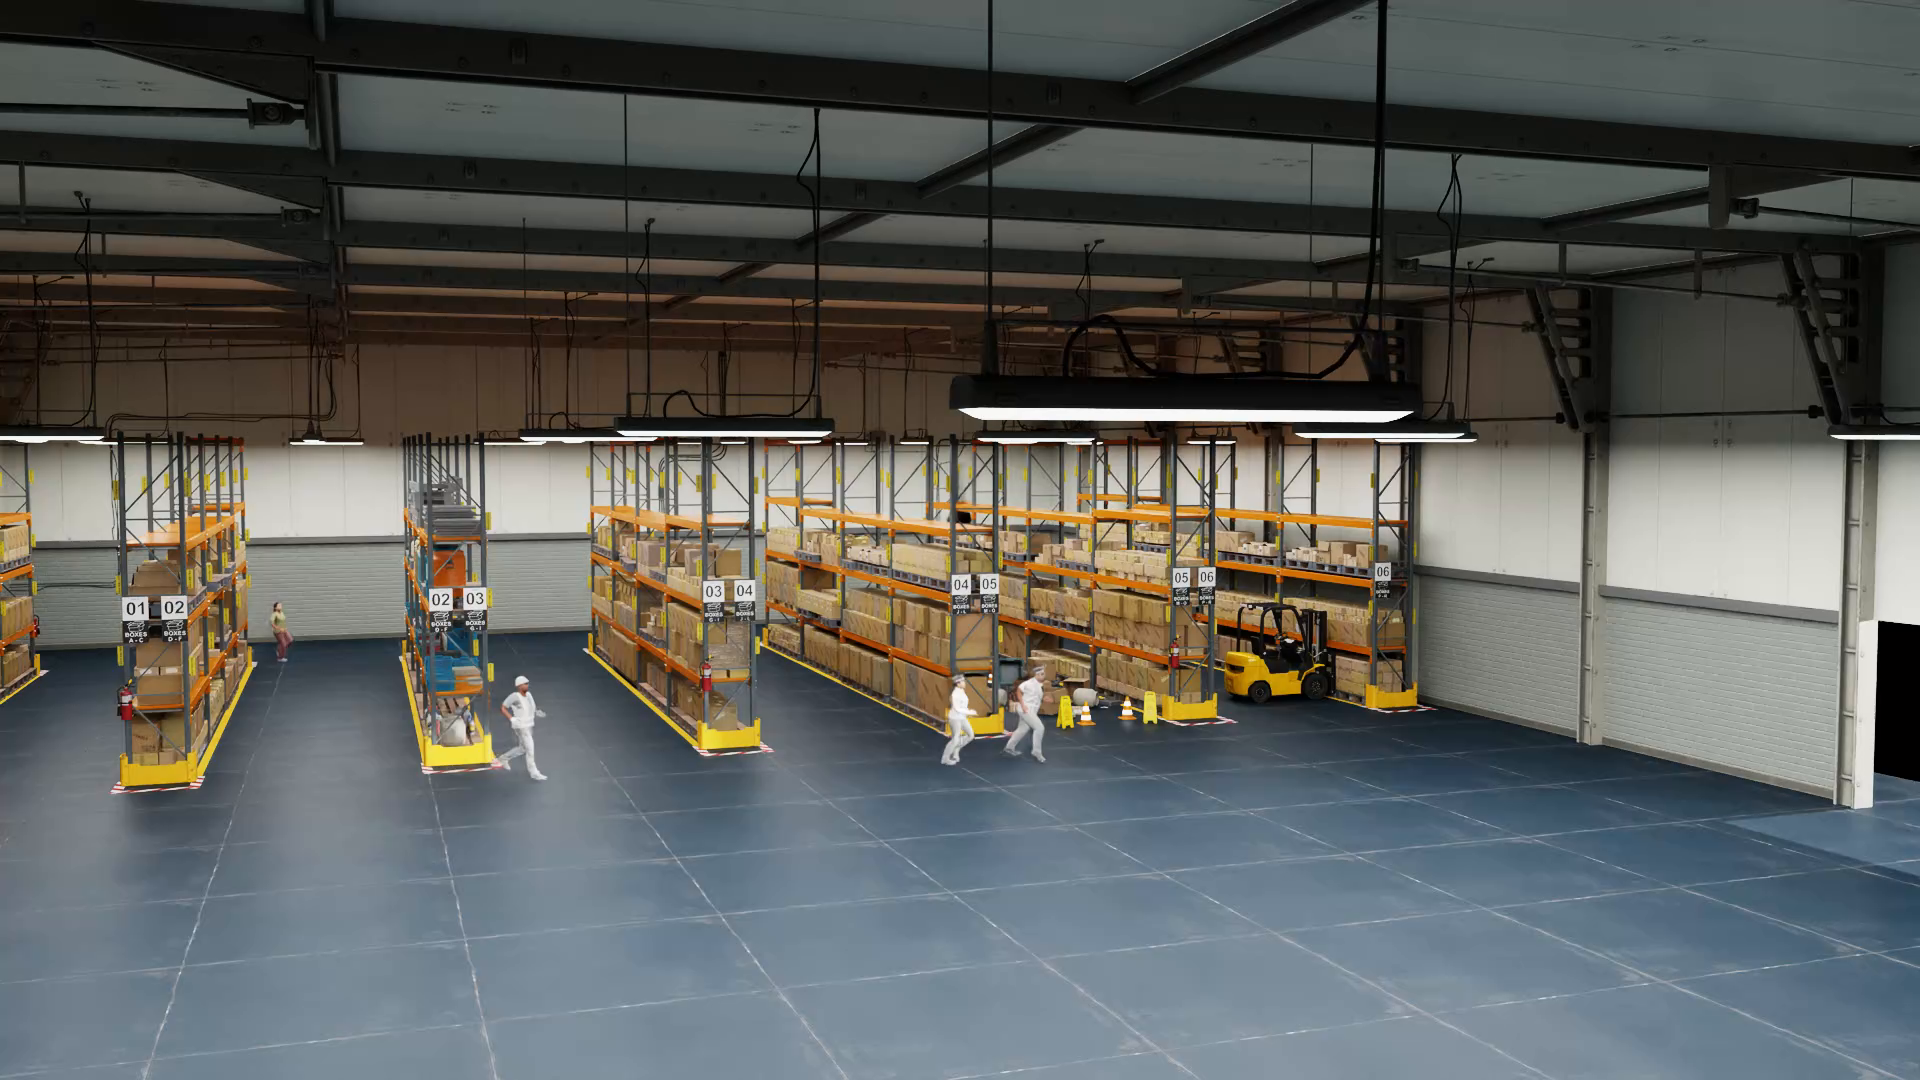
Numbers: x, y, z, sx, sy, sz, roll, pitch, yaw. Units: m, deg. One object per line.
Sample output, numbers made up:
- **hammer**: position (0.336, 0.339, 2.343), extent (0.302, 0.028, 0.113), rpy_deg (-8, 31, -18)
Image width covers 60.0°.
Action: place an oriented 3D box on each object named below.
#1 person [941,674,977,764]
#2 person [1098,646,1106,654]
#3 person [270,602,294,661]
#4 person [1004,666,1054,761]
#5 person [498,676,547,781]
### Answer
- **person**: position (-0.003, 3.222, 29.974), extent (0.692, 1.648, 0.584), rpy_deg (1, 3, 18)
- **person**: position (3.742, 2.525, 43.698), extent (0.541, 1.556, 0.546), rpy_deg (-2, 4, -31)
- **person**: position (-18.114, 2.456, 44.421), extent (0.518, 1.603, 0.562), rpy_deg (1, 3, 17)
- **person**: position (1.238, 3.191, 30.557), extent (0.932, 1.777, 0.676), rpy_deg (1, 3, 18)
- **person**: position (-7.578, 3.242, 28.726), extent (0.958, 1.787, 0.675), rpy_deg (1, 3, 12)
